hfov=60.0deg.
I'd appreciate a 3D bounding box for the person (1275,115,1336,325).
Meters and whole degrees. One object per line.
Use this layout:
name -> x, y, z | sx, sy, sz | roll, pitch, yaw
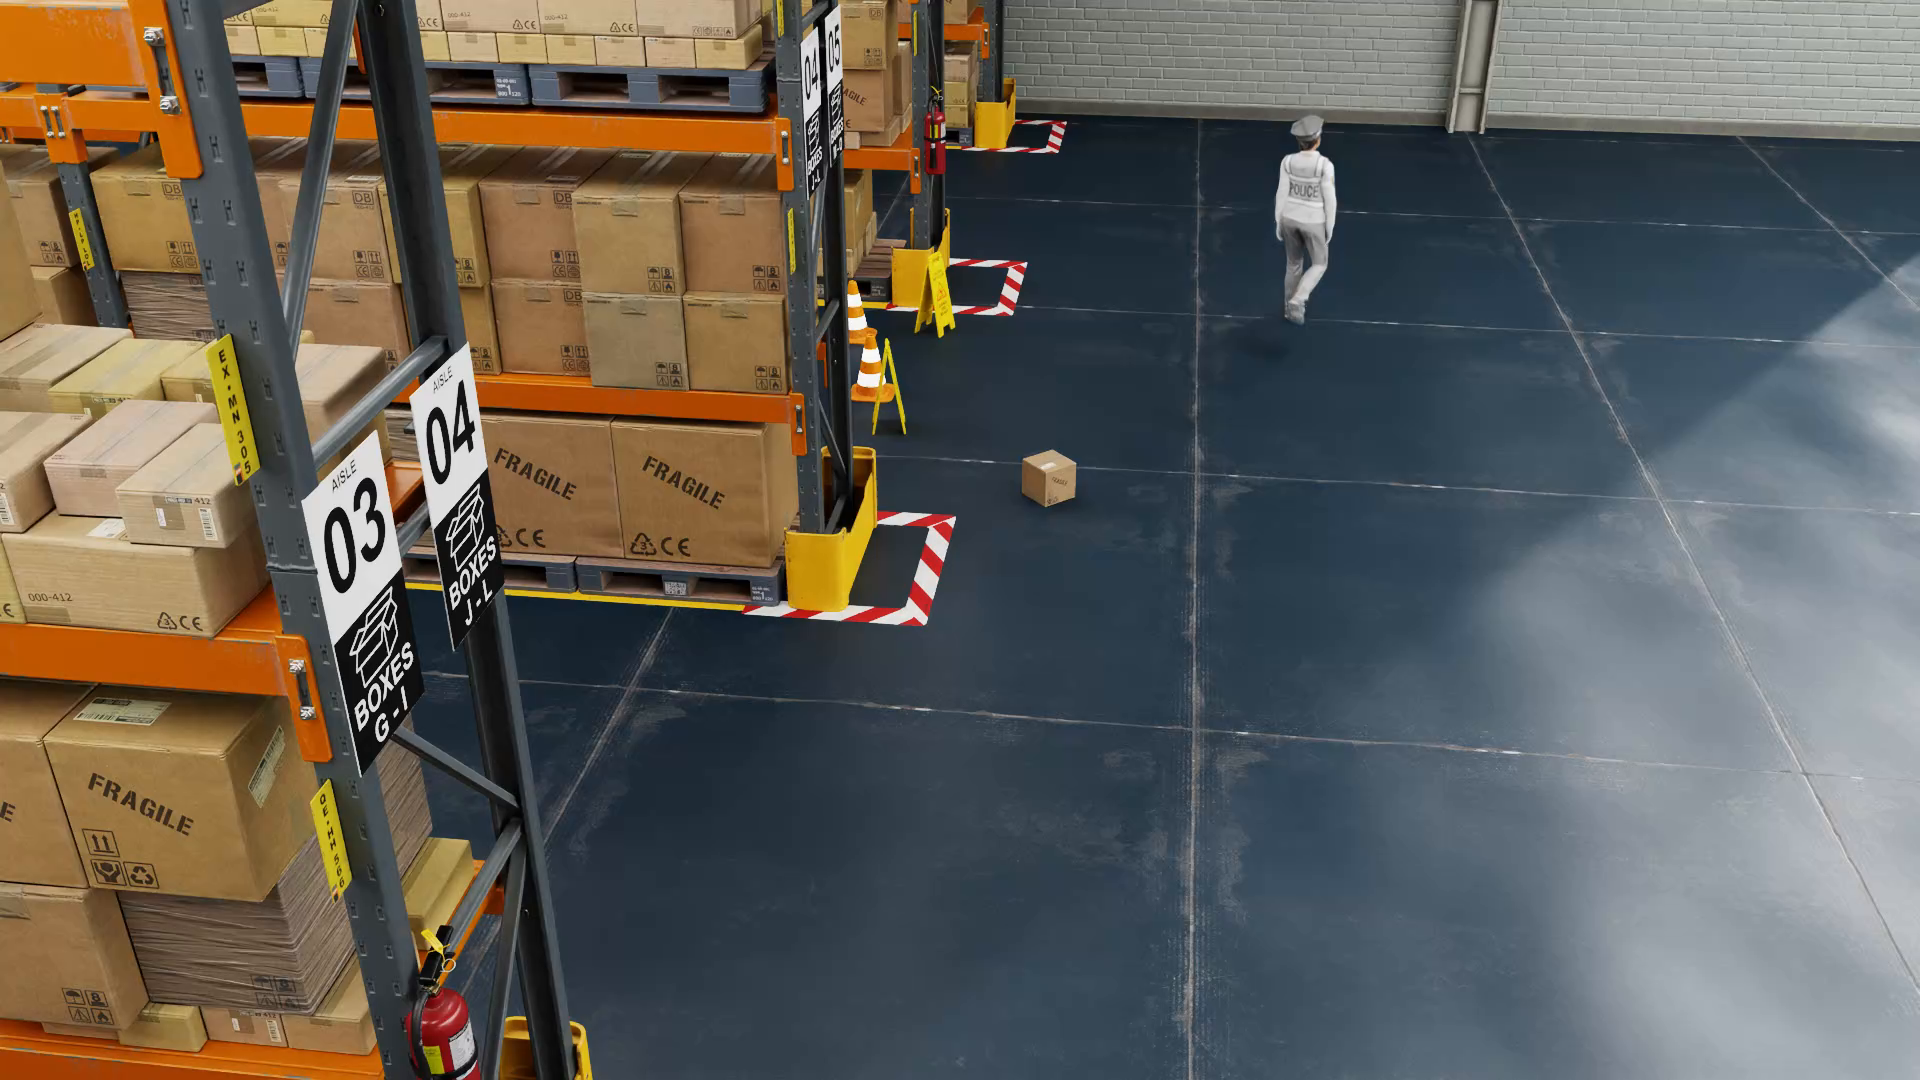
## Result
person -> 2.718, -2.507, 13.159 | 0.492, 1.675, 0.633 | 17, 33, 28
